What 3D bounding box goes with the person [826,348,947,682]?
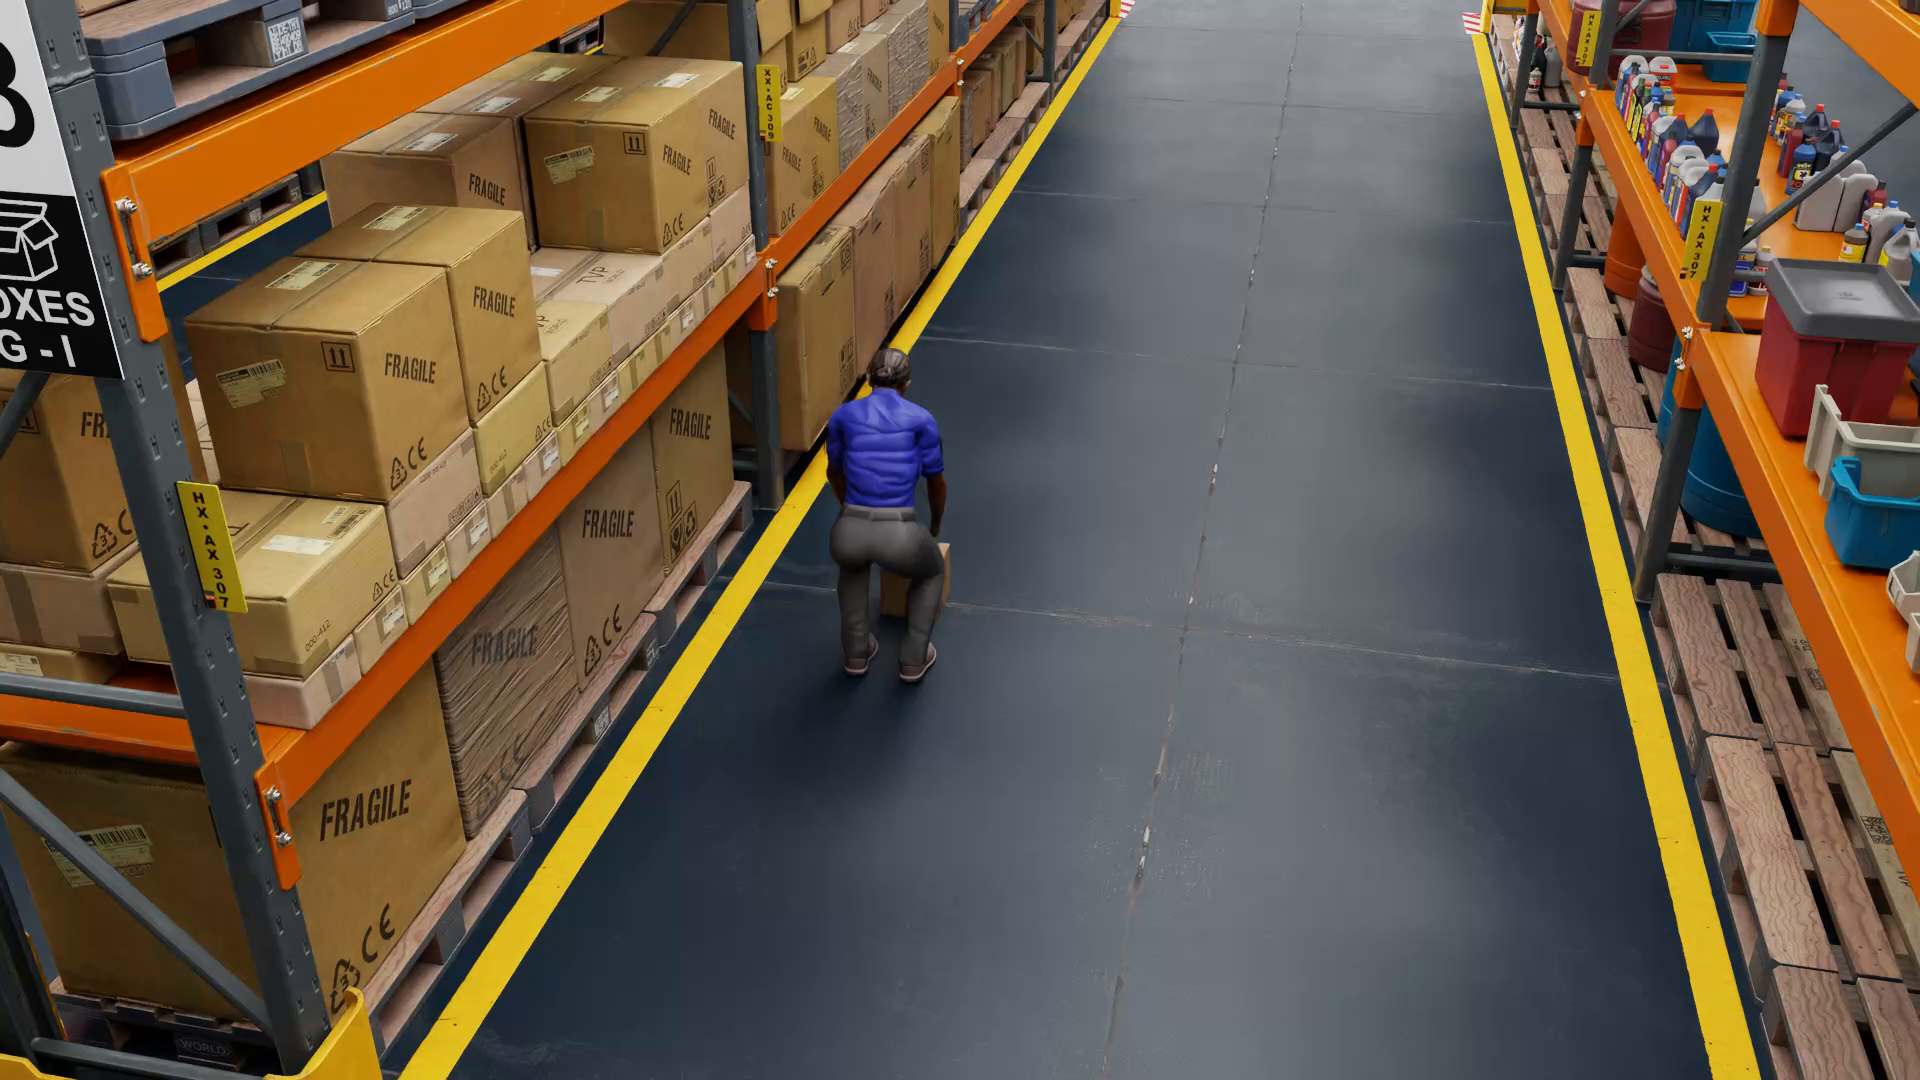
[{"bbox_3d":[-0.321,-0.072,6.667,0.497,1.274,0.684,6,30,11],"label":"person"}]
